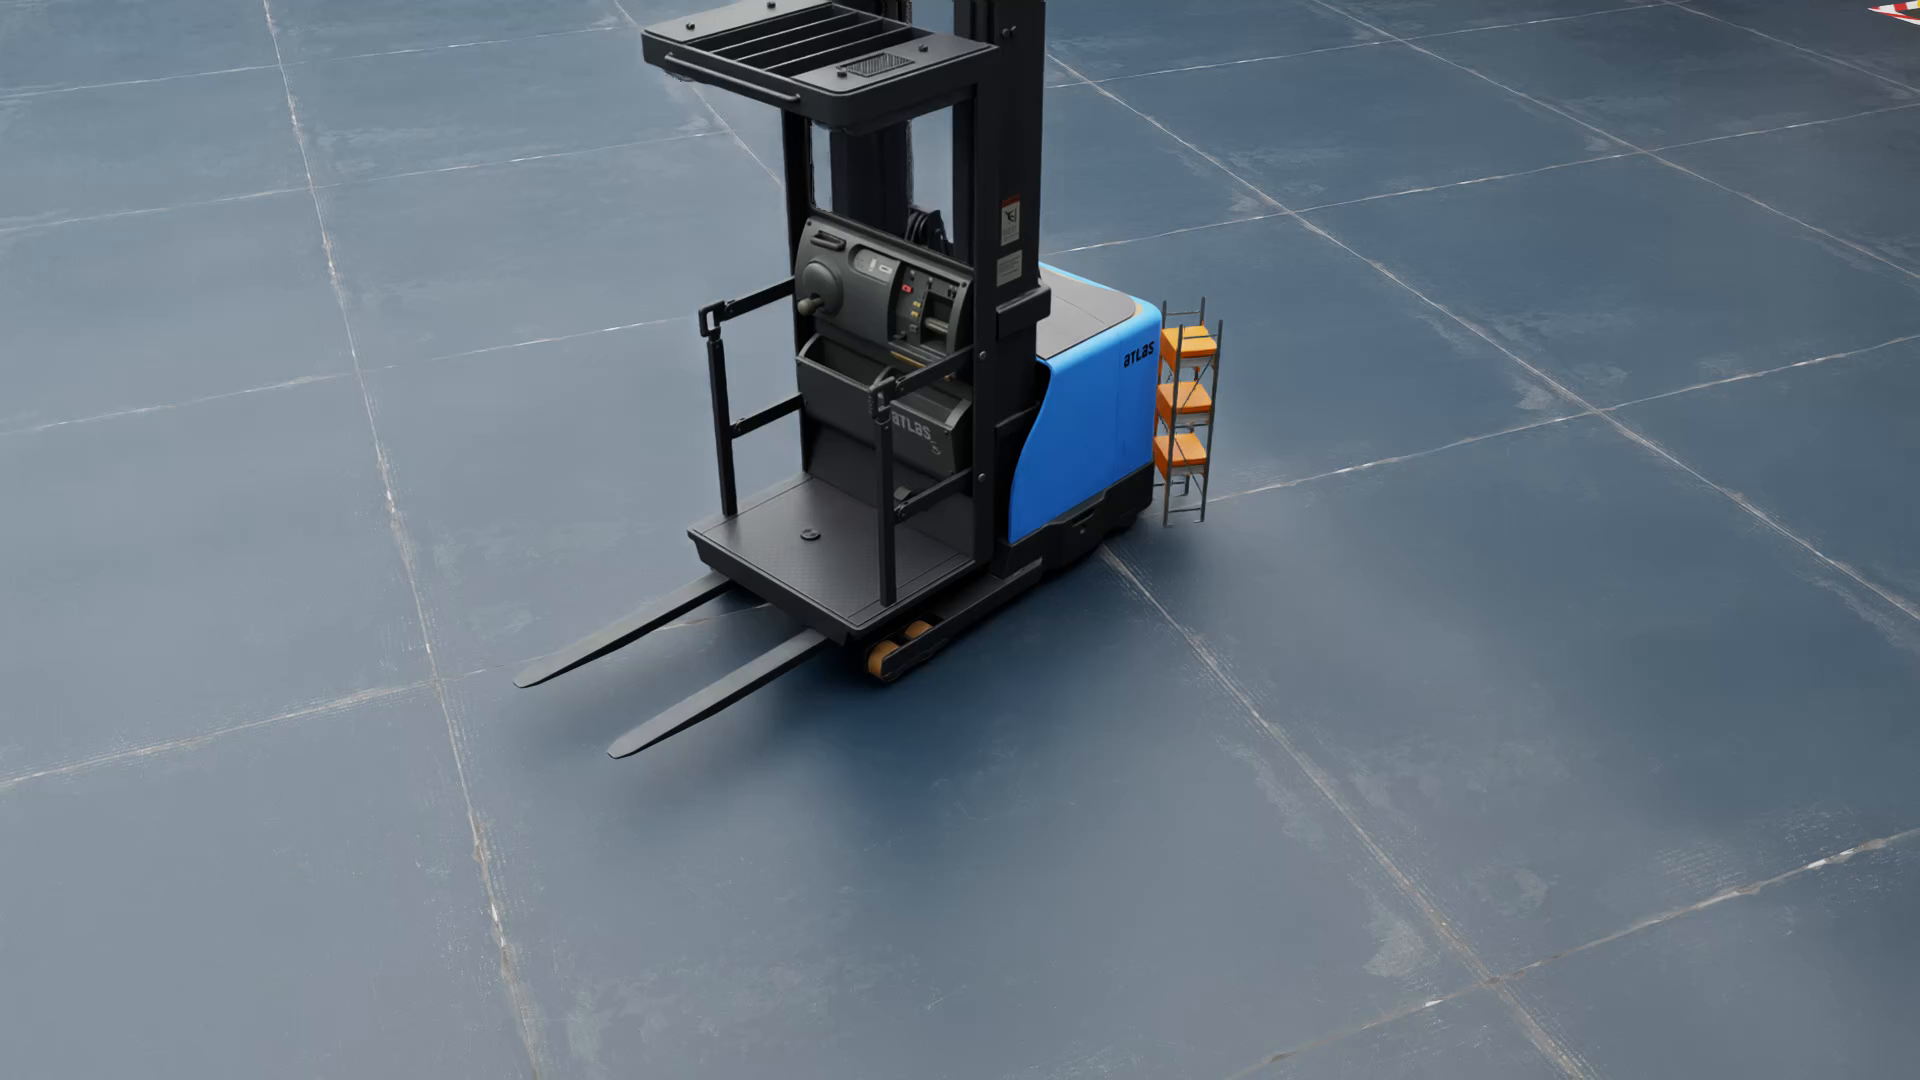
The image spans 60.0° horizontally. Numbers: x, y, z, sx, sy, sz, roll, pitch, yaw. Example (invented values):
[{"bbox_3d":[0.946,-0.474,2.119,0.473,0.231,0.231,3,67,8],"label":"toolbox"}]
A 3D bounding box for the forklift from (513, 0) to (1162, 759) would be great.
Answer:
[{"bbox_3d":[-0.465,-0.962,6.541,1.130,2.935,3.031,27,42,35],"label":"forklift"}]

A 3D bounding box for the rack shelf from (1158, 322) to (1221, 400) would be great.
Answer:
[{"bbox_3d":[1.035,-0.812,7.534,0.215,0.259,0.240,-6,34,-9],"label":"rack shelf"}]

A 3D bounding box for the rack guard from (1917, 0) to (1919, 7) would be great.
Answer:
[{"bbox_3d":[9.172,-4.882,14.795,0.348,0.500,1.175,-13,35,-19],"label":"rack guard"}]

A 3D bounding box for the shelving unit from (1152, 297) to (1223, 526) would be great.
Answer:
[{"bbox_3d":[1.035,-0.583,7.683,0.215,1.050,0.252,-6,34,-9],"label":"shelving unit"}]

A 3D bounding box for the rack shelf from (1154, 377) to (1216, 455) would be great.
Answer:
[{"bbox_3d":[1.035,-0.574,7.689,0.215,0.259,0.240,-6,34,-9],"label":"rack shelf"}]

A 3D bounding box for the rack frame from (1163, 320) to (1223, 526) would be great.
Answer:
[{"bbox_3d":[1.058,-0.518,7.583,0.200,1.050,0.008,-6,34,-9],"label":"rack frame"}]

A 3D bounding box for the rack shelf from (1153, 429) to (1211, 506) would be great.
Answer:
[{"bbox_3d":[1.035,-0.342,7.841,0.215,0.259,0.240,-6,34,-9],"label":"rack shelf"}]

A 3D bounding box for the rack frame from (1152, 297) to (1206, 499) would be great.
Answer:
[{"bbox_3d":[1.011,-0.649,7.783,0.200,1.050,0.008,-6,34,-9],"label":"rack frame"}]
